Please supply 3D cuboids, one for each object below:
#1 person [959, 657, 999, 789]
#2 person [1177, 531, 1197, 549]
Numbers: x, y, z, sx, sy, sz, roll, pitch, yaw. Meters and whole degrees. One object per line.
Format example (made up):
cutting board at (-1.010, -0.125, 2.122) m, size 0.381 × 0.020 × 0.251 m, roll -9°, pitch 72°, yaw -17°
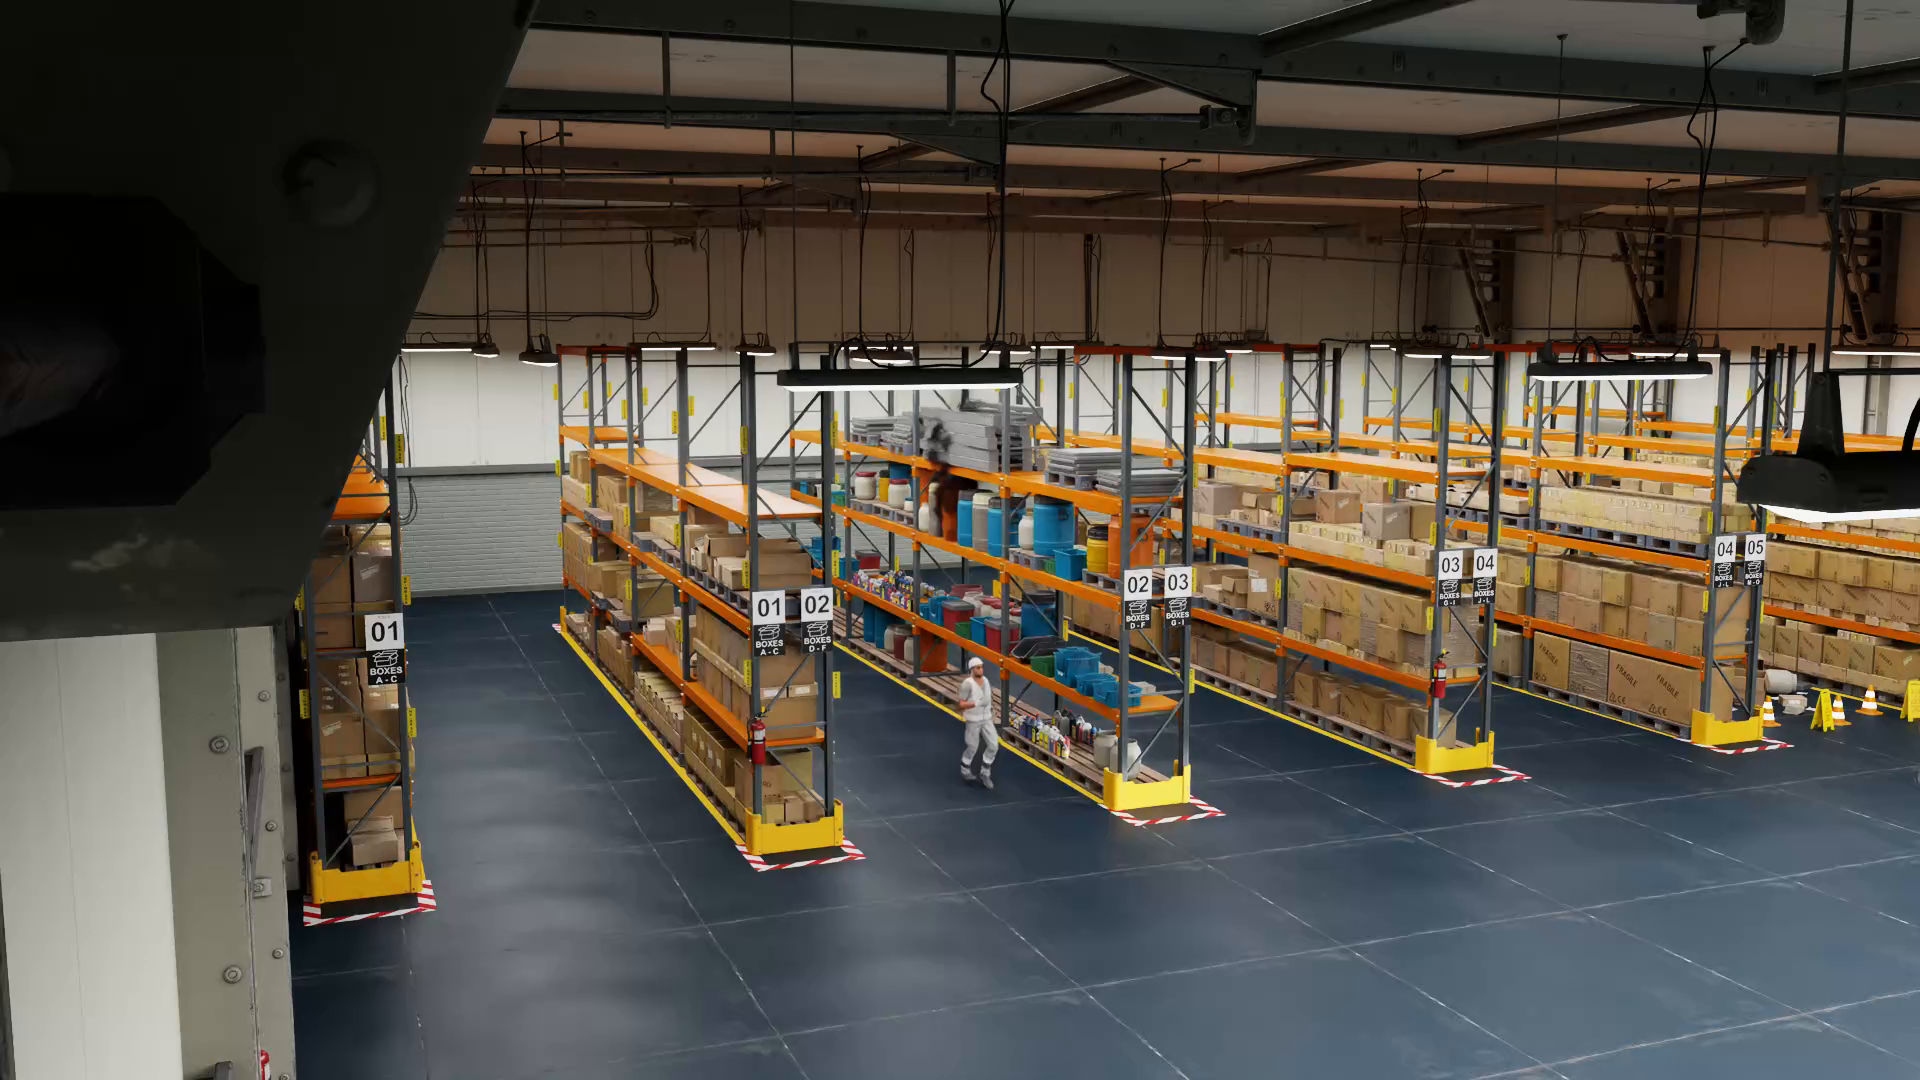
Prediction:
person at (0.265, 2.533, 23.003) m, size 0.630 × 1.832 × 0.708 m, roll -5°, pitch 9°, yaw -34°
person at (5.573, 0.300, 41.206) m, size 0.546 × 1.601 × 0.650 m, roll -5°, pitch 9°, yaw -36°
